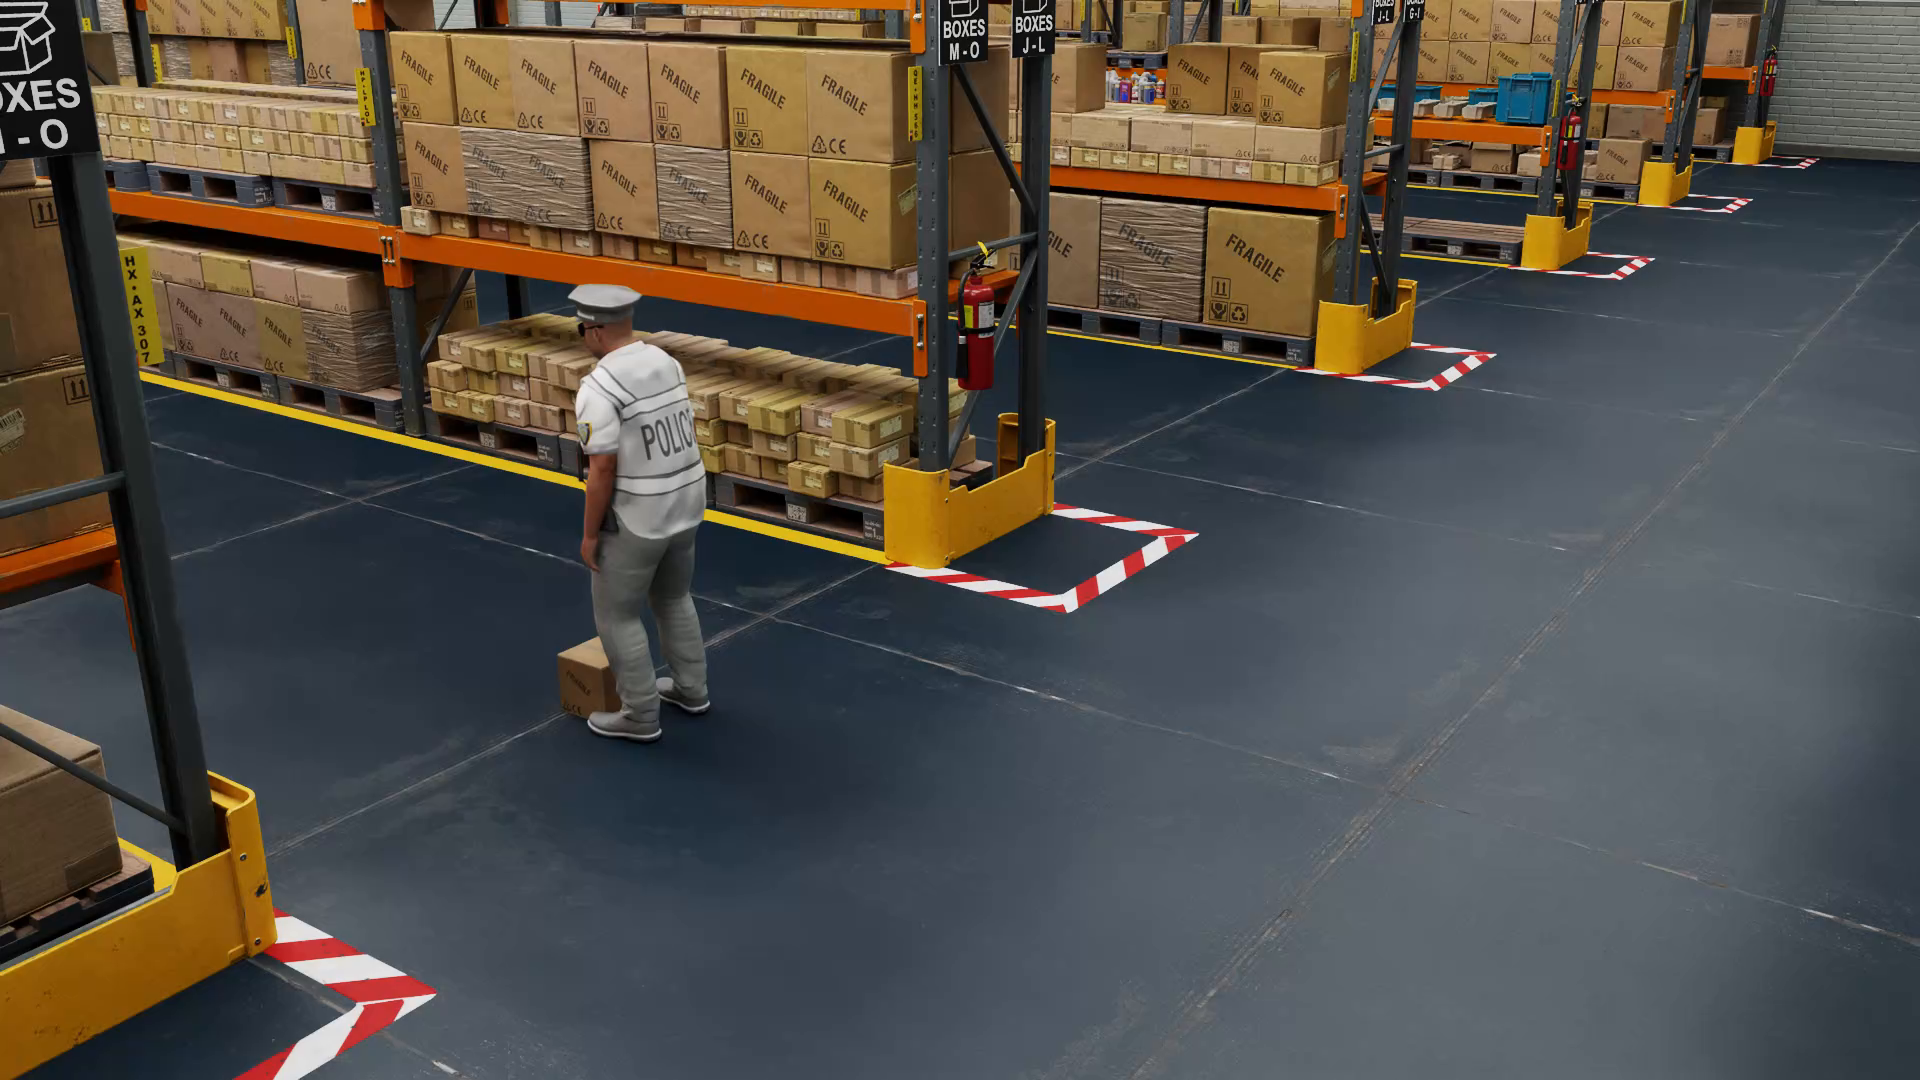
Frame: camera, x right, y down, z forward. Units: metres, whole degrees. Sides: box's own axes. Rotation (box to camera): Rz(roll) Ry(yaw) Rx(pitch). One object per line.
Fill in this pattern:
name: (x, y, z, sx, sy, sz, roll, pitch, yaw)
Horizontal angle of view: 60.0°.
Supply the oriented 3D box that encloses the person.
person: (-1.205, -0.092, 6.319, 0.439, 1.747, 0.596, 11, 23, 29)
